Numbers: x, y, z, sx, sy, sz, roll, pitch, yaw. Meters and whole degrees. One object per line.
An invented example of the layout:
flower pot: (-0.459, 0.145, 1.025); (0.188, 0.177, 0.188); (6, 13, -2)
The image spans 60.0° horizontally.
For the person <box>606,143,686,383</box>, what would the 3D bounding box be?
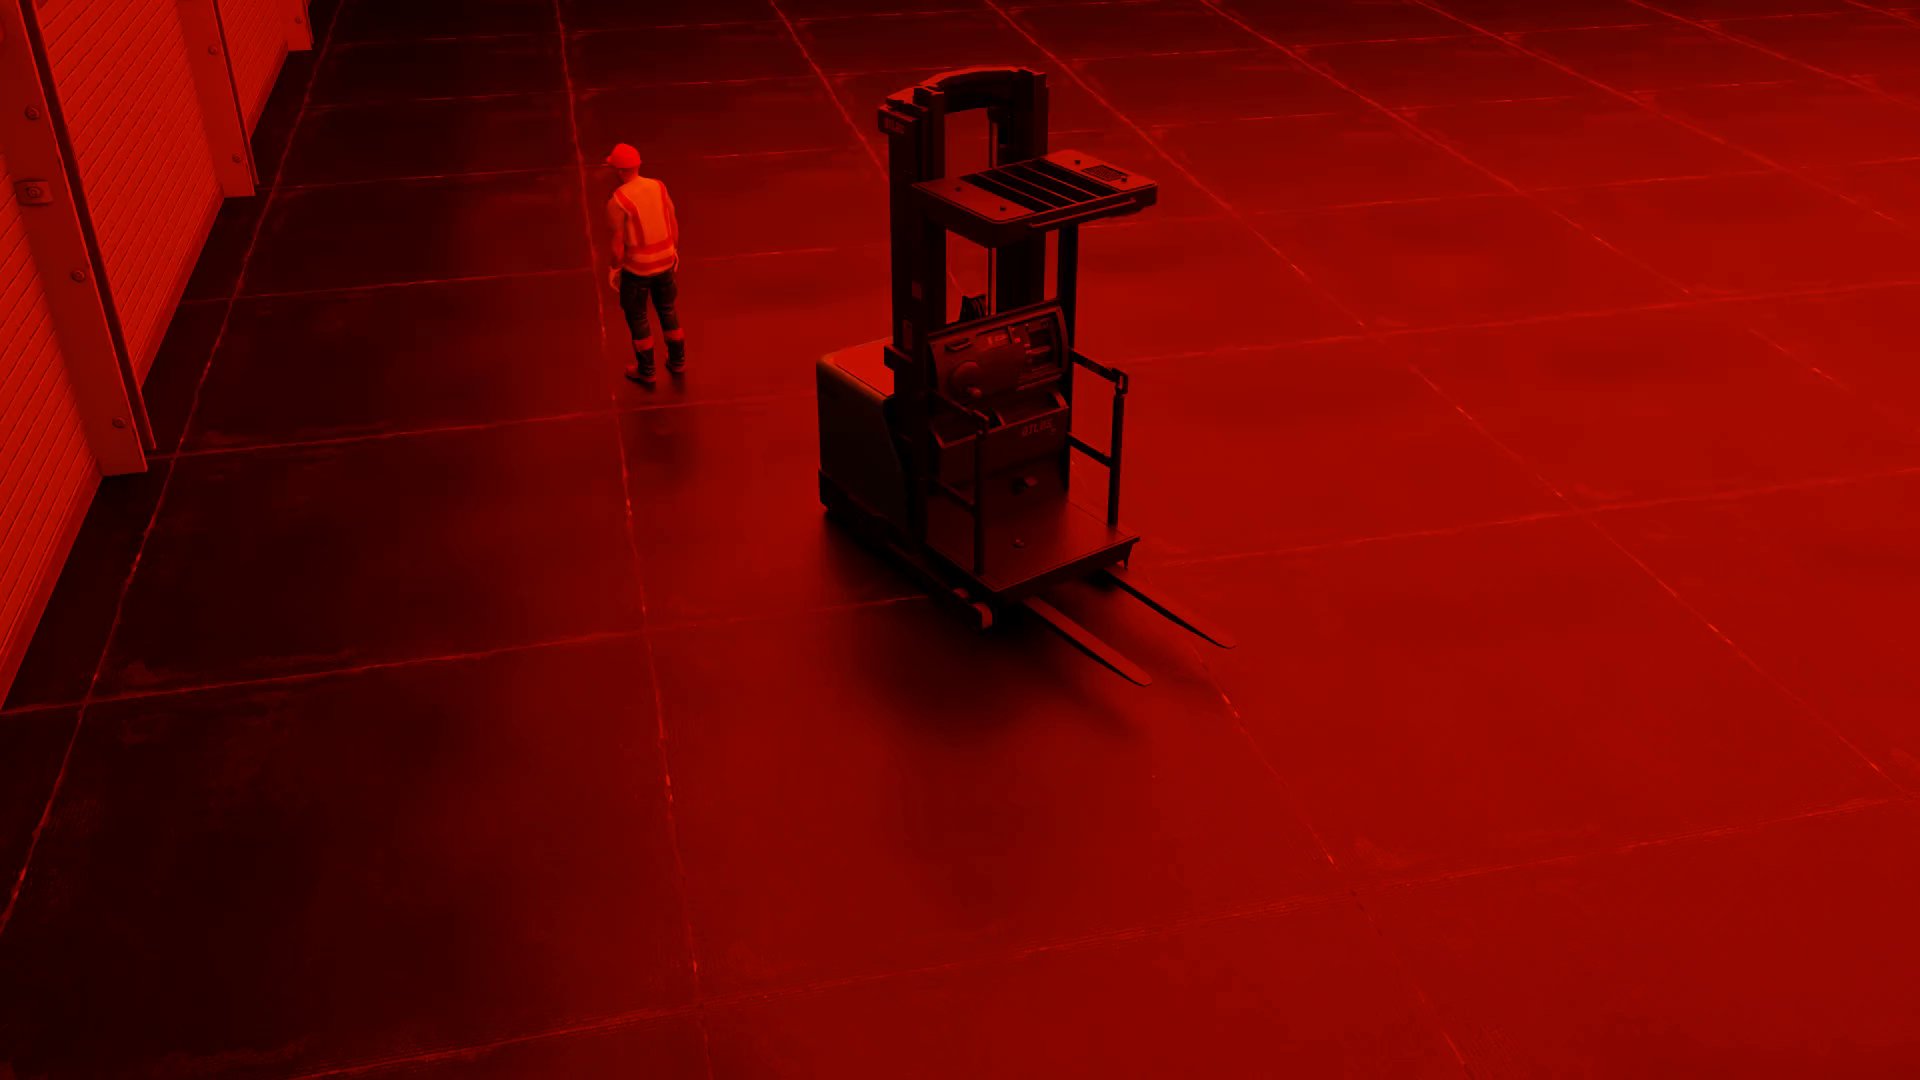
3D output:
person: (-2.328, -2.030, 12.235); (0.616, 1.778, 0.453); (-26, 39, -37)

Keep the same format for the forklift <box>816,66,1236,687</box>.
forklift: (0.355, -1.021, 9.338); (1.130, 2.935, 3.031); (-20, 35, -30)
